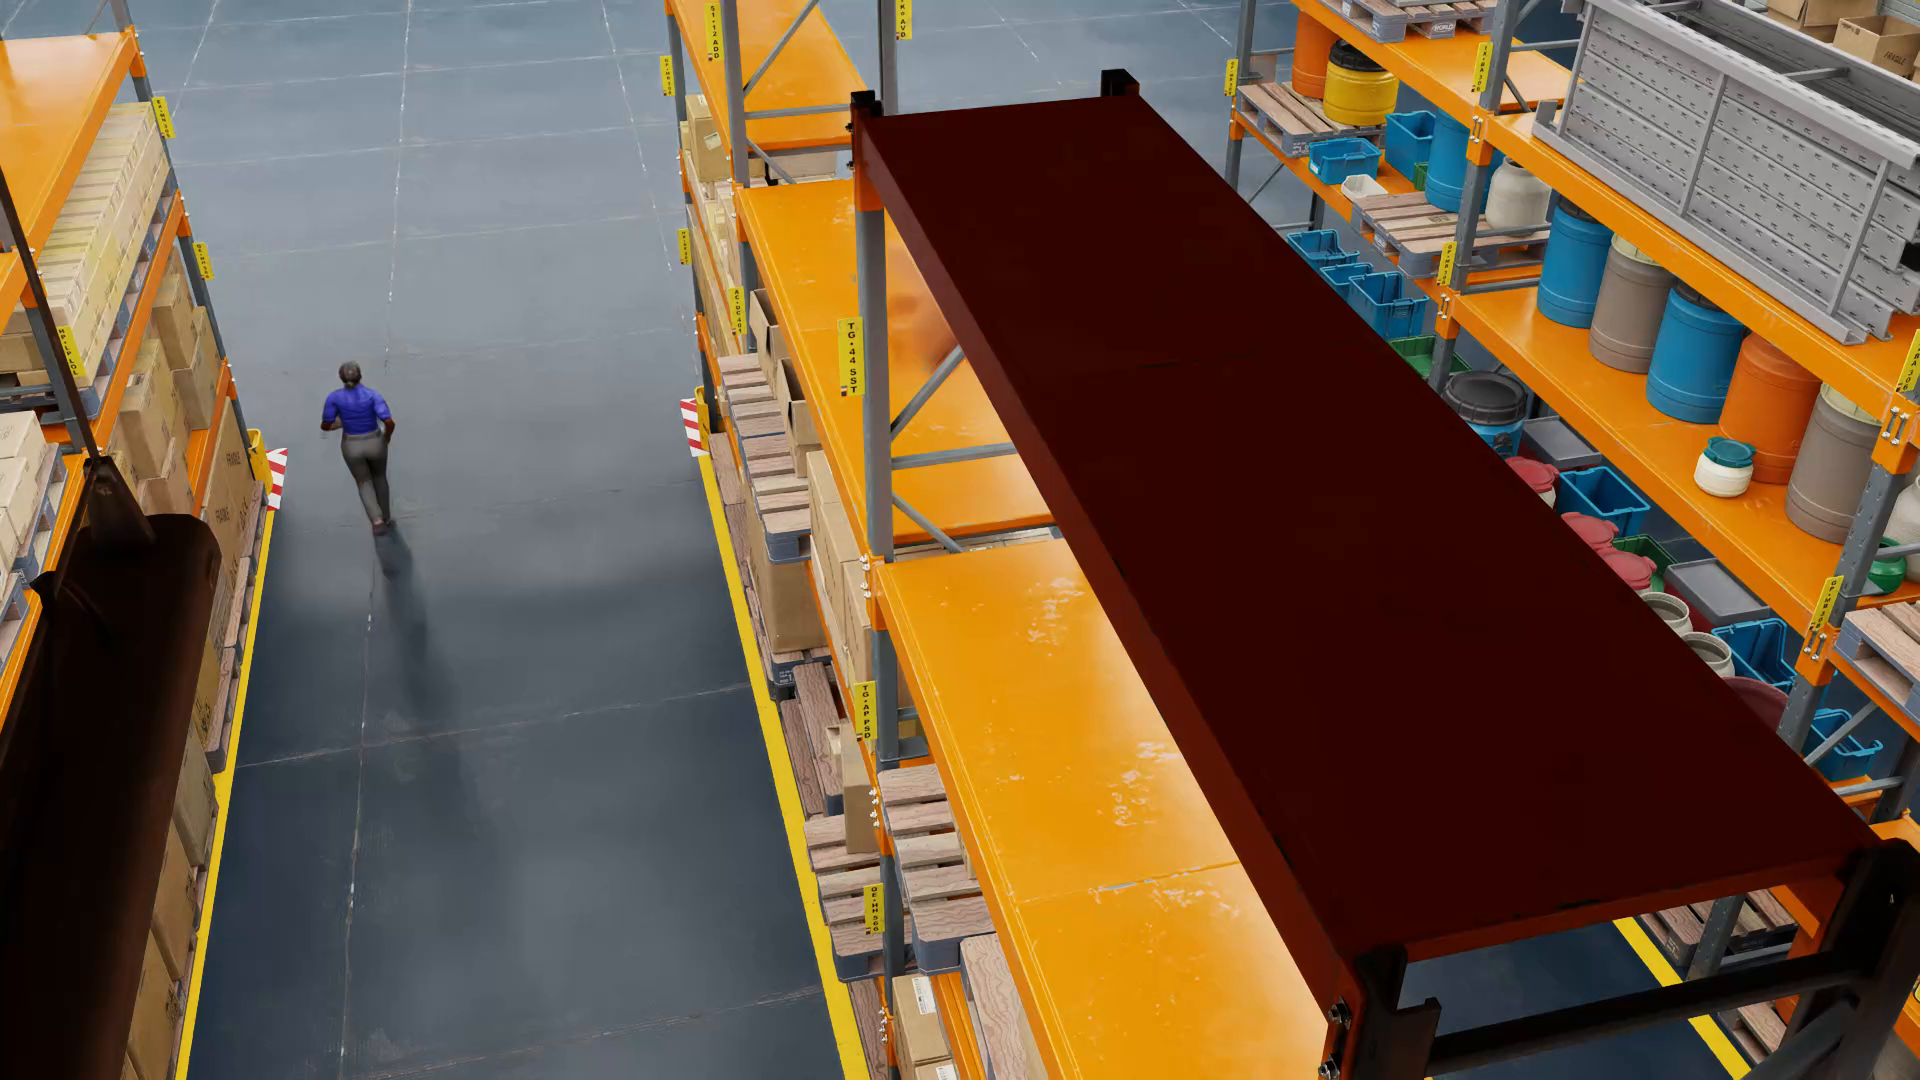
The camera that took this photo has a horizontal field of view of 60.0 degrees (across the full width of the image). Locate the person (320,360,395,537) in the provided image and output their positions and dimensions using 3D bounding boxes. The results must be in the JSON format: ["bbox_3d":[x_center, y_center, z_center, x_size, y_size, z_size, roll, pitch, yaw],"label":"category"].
[{"bbox_3d":[-4.919,-0.692,13.769,0.576,1.552,0.684,-10,36,-14],"label":"person"}]
